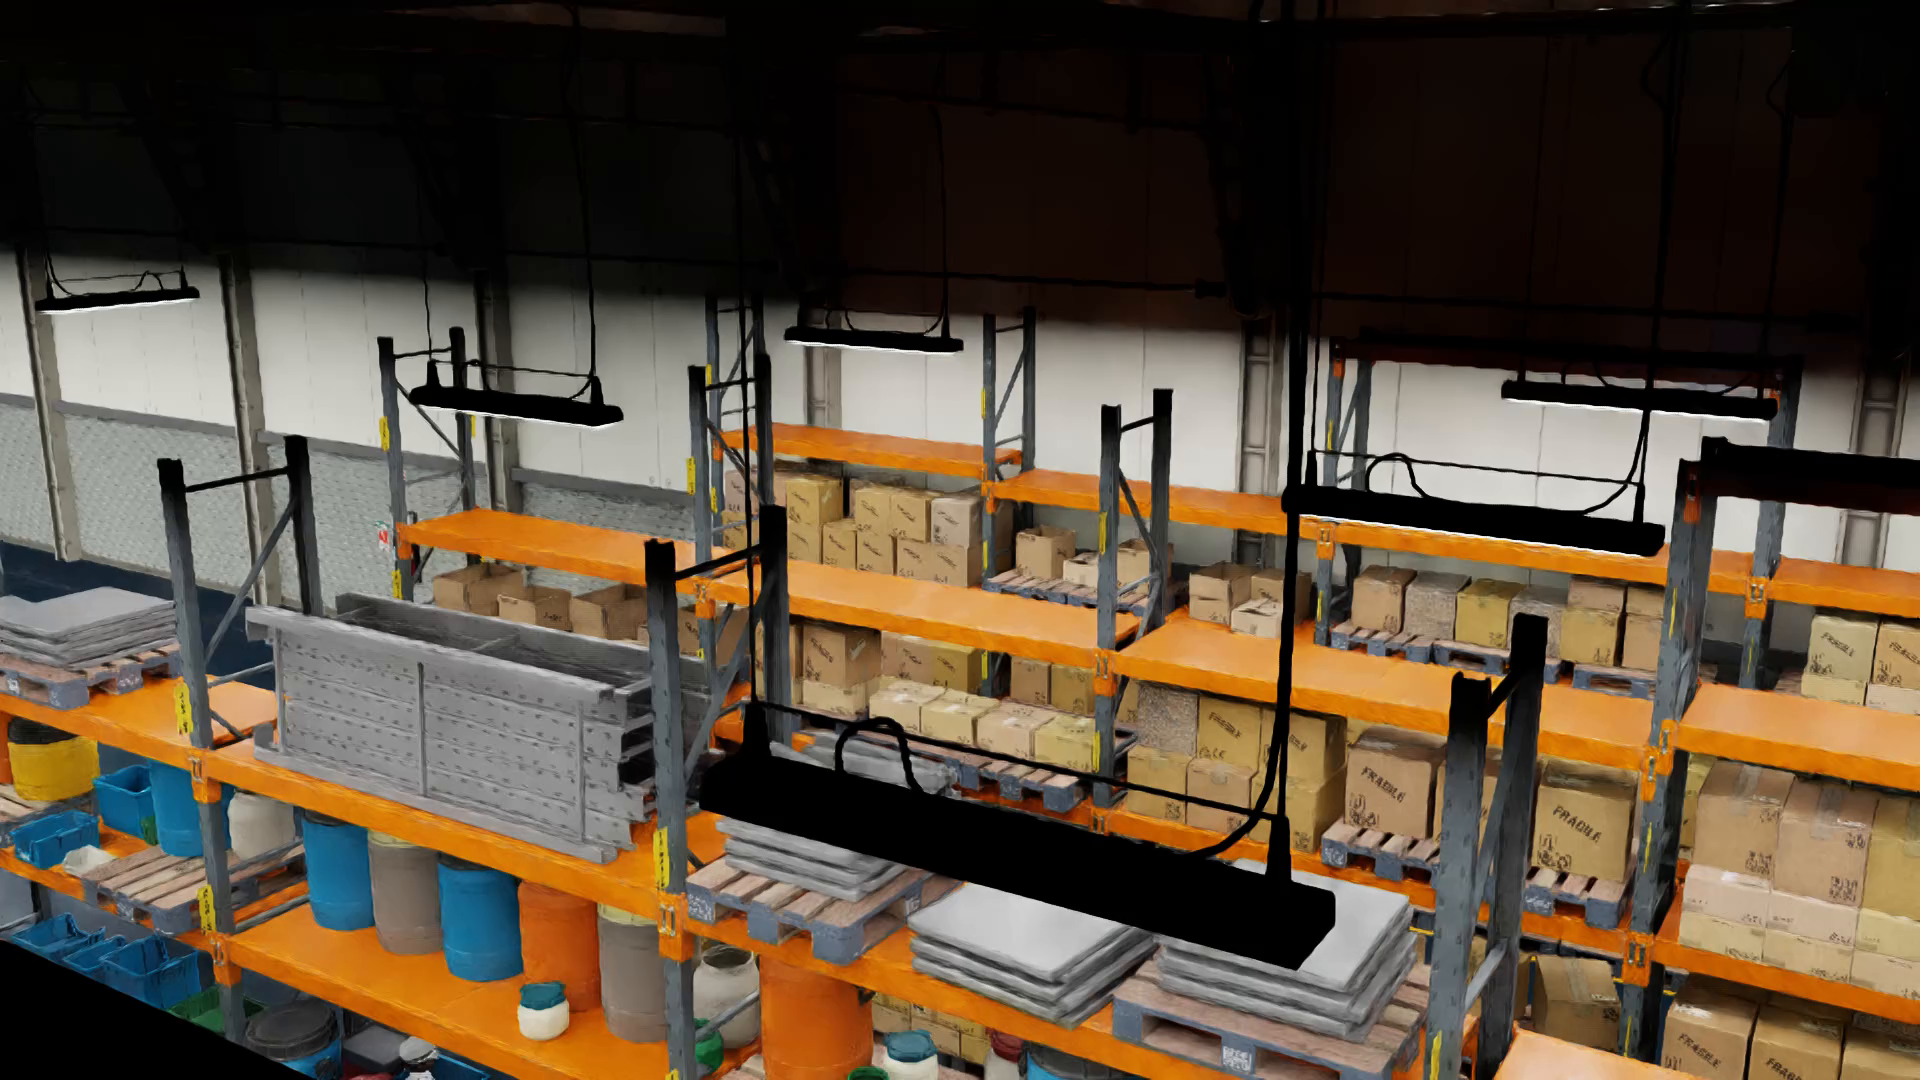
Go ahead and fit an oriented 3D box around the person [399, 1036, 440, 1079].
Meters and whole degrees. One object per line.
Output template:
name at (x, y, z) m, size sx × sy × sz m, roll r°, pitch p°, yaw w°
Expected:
person at (-3.736, 4.248, 11.648) m, size 0.659 × 1.662 × 0.557 m, roll 11°, pitch 18°, yaw 39°
